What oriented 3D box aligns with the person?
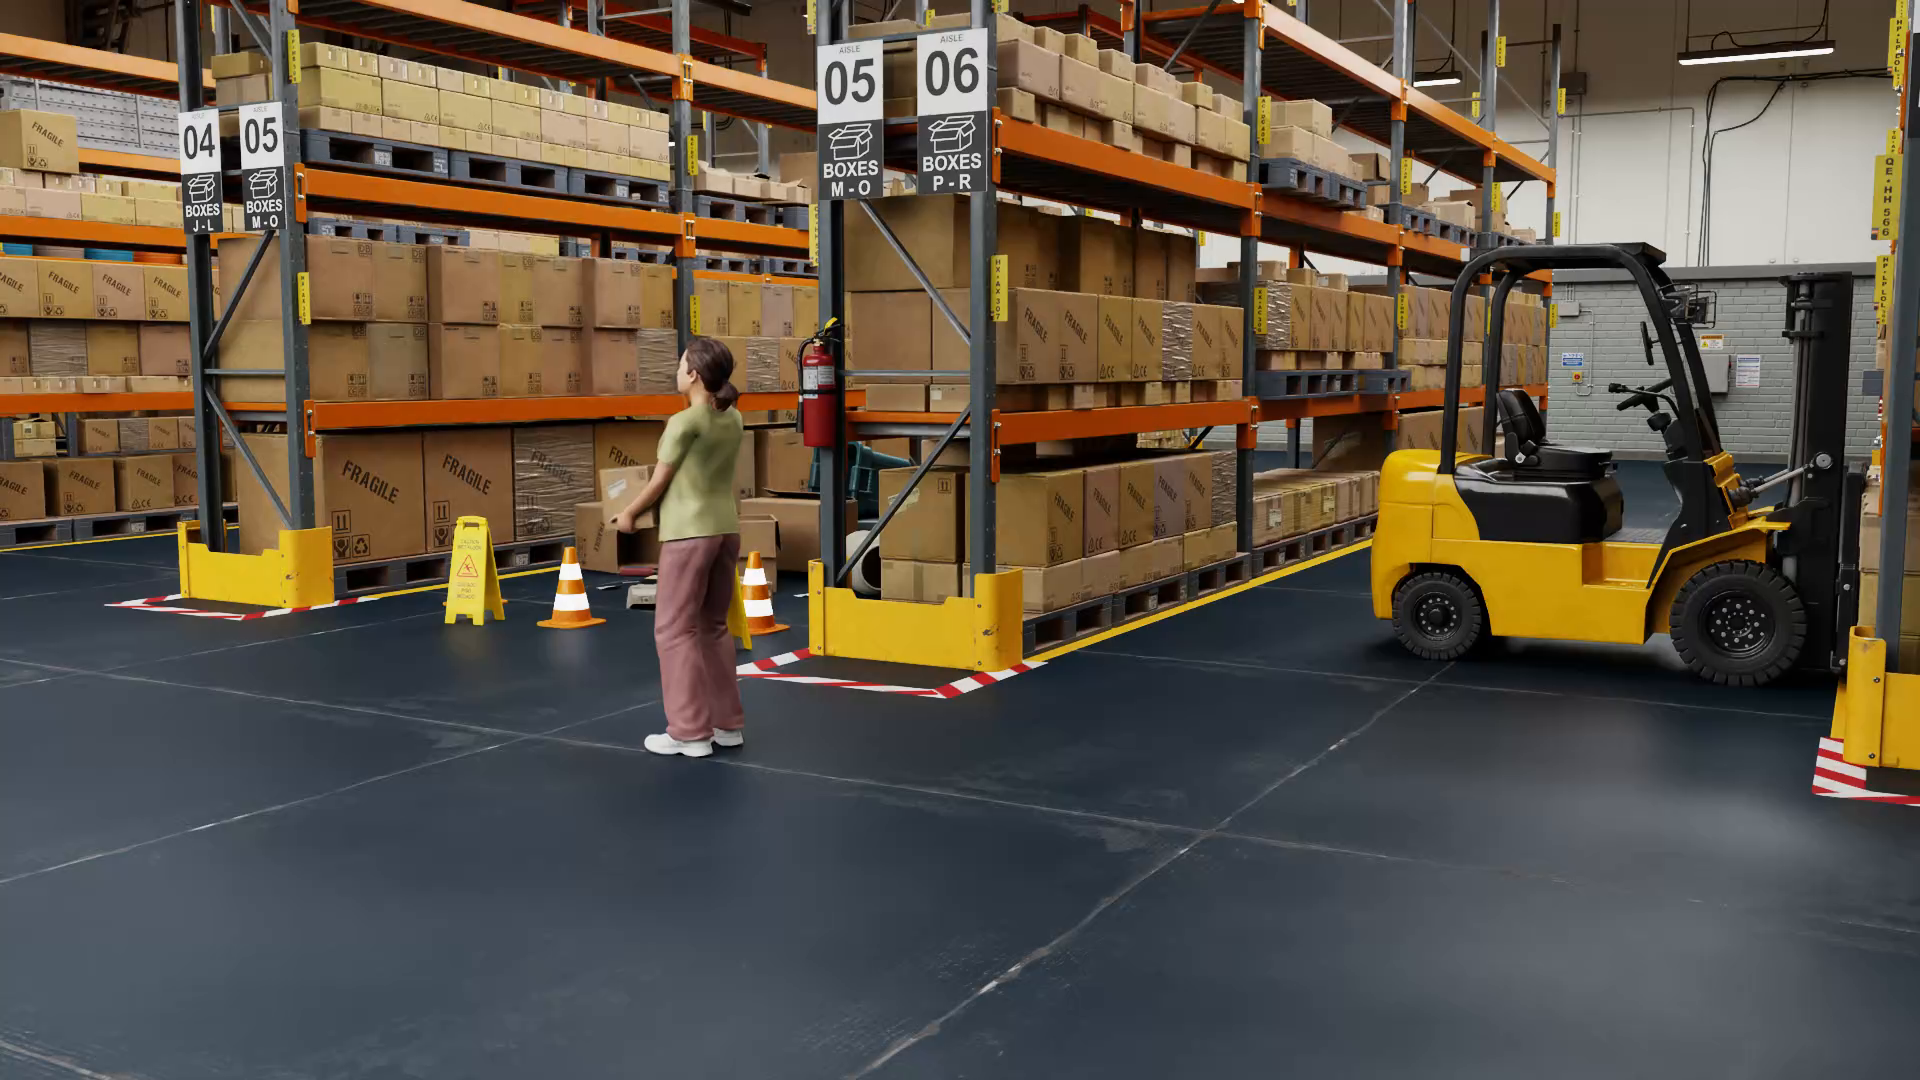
[{"bbox_3d":[-1.110,0.020,6.690,0.559,1.662,0.428,3,7,29],"label":"person"}]
